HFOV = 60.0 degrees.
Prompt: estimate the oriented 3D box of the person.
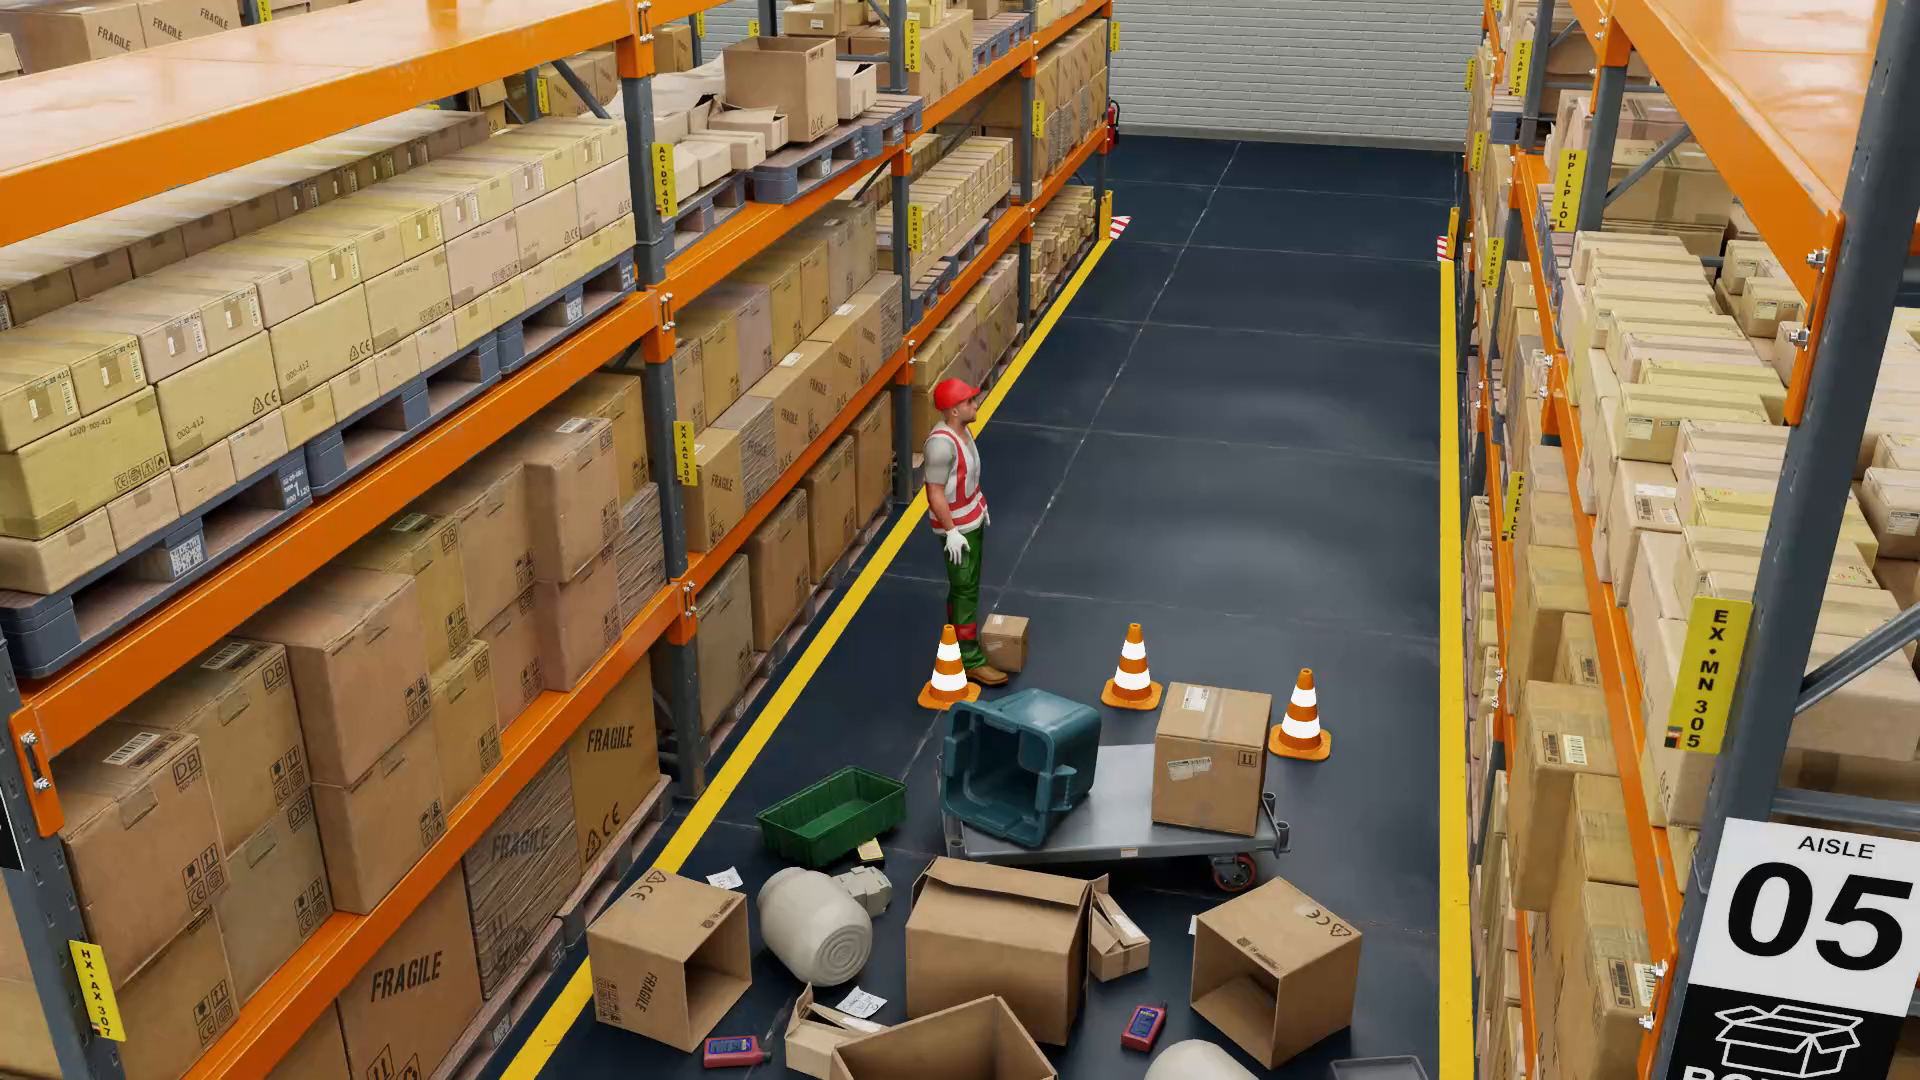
[{"bbox_3d":[0.079,-0.080,9.836,0.564,1.787,0.638,6,26,13],"label":"person"}]
